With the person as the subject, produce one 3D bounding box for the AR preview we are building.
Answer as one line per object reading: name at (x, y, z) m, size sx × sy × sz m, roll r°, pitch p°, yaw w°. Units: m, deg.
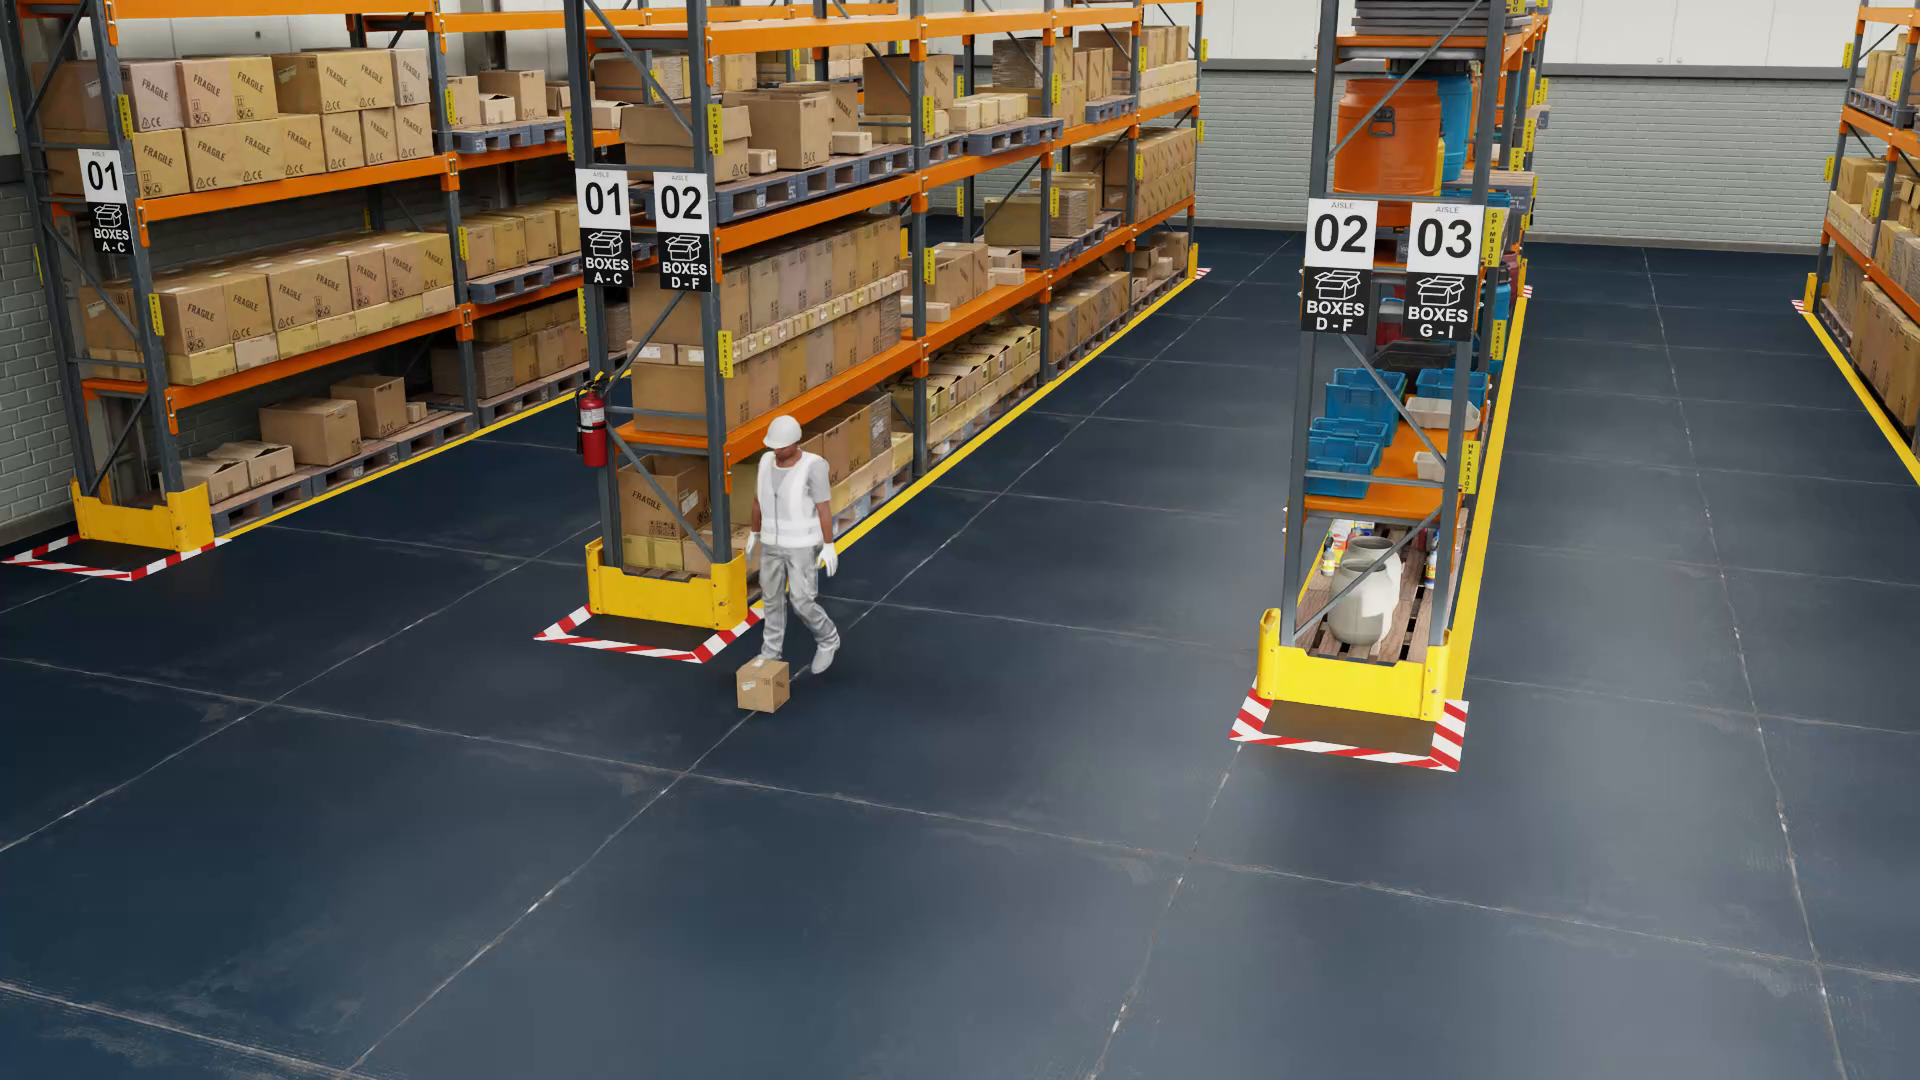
person at (-1.126, 0.042, 10.854) m, size 0.677 × 1.781 × 0.540 m, roll 11°, pitch 21°, yaw 29°
